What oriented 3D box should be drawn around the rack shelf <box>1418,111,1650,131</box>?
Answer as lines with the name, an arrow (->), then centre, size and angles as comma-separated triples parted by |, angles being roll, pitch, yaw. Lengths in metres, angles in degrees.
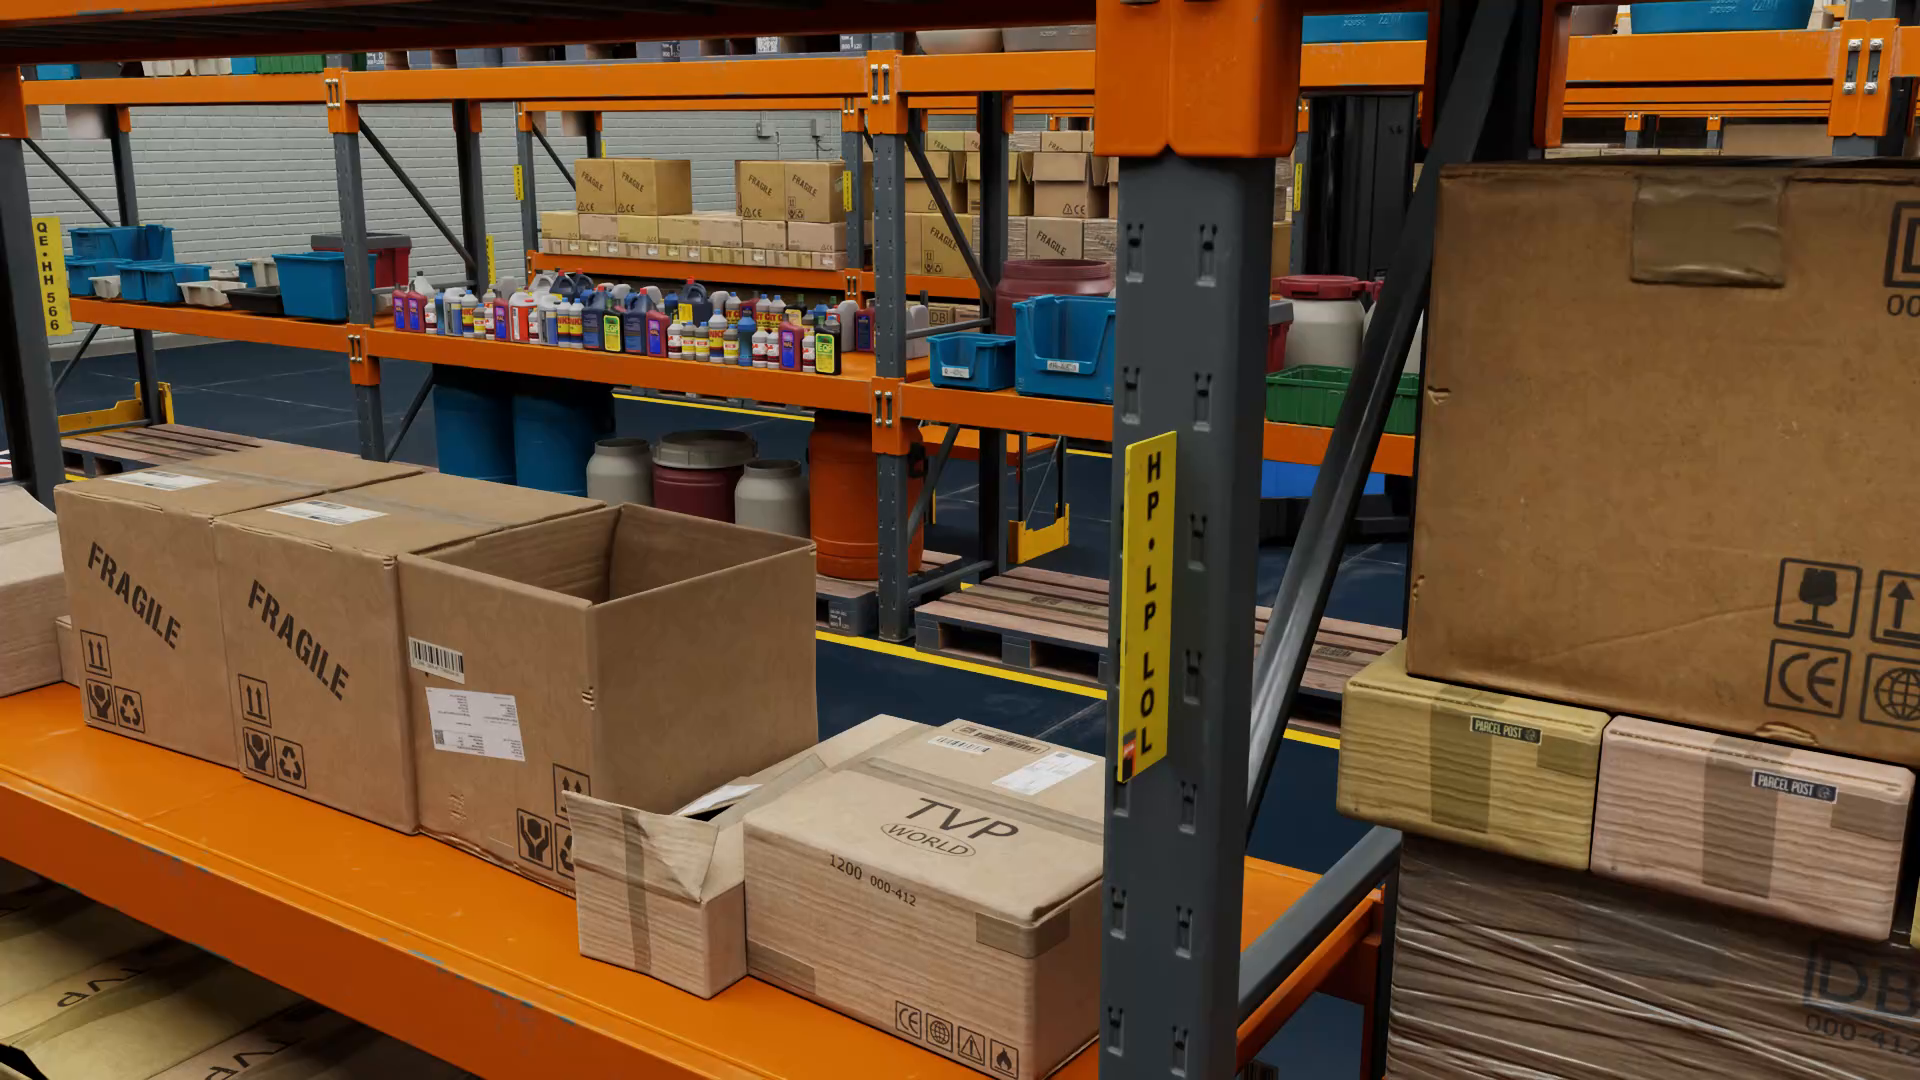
rack shelf -> 6.558, -5.384, 21.087 | 4.000, 0.370, 1.077 | 9, 17, 33

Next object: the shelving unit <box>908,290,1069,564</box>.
shelving unit -> 0.063, -0.718, 10.102 | 1.083, 1.500, 0.587 | 9, 17, 33

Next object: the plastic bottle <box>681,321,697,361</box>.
plastic bottle -> -1.413, -1.047, 8.724 | 0.097, 0.201, 0.097 | 0, 14, 0

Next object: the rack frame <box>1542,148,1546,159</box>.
rack frame -> 5.539, -3.009, 16.235 | 0.127, 3.000, 1.000 | 9, 17, 33

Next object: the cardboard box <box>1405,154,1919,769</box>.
cardboard box -> 0.846, -0.142, 1.748 | 0.500, 0.500, 0.700 | 9, 17, 33

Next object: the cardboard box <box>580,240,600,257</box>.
cardboard box -> -3.415, -2.803, 15.925 | 0.250, 0.149, 0.380 | 9, 16, 31

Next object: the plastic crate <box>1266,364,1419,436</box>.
plastic crate -> 1.639, -0.584, 6.880 | 0.662, 0.188, 0.450 | 9, 17, 33

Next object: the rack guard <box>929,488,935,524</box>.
rack guard -> -0.350, -0.178, 10.522 | 0.087, 0.250, 0.587 | 9, 17, 33

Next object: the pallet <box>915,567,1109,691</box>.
pallet -> 0.544, 0.419, 8.190 | 1.213, 0.211, 1.003 | 9, 17, 33

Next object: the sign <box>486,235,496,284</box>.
sign -> -3.088, -1.826, 10.881 | 0.005, 0.325, 0.100 | 9, 17, 33

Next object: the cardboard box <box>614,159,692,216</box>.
cardboard box -> -2.856, -3.288, 15.497 | 0.500, 0.500, 0.500 | 9, 16, 31

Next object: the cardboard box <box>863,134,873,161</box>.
cardboard box -> -0.875, -4.647, 19.944 | 0.500, 0.500, 0.500 | 9, 17, 32

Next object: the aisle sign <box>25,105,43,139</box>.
aisle sign -> -6.941, -3.331, 12.127 | 0.004, 0.787, 0.394 | 9, 17, 33

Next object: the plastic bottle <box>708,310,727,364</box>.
plastic bottle -> -1.251, -1.055, 8.610 | 0.097, 0.271, 0.097 | 0, 14, 0

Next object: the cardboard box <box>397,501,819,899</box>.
cardboard box -> -0.591, 0.252, 2.853 | 0.500, 0.500, 0.500 | 11, 17, 37

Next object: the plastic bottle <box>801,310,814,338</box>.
plastic bottle -> -0.832, -1.173, 9.232 | 0.097, 0.201, 0.097 | 0, 14, 0

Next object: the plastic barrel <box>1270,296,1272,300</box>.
plastic barrel -> 1.245, -0.948, 7.679 | 0.421, 0.512, 0.421 | 0, 14, 0

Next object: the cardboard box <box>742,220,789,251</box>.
cardboard box -> -1.576, -2.717, 14.751 | 0.500, 0.250, 0.500 | 10, 17, 34

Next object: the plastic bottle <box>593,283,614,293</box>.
plastic bottle -> -2.167, -1.417, 10.063 | 0.135, 0.276, 0.152 | 9, 17, 33

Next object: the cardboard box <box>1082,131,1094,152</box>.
cardboard box -> 1.679, -4.233, 18.271 | 0.500, 0.500, 0.500 | 9, 16, 31

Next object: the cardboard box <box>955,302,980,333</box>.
cardboard box -> 0.652, -1.541, 13.853 | 0.875, 0.875, 1.225 | 9, 16, 31

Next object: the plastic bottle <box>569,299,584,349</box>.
plastic bottle -> -2.103, -1.192, 9.166 | 0.097, 0.271, 0.097 | 0, 14, 0

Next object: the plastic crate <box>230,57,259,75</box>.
plastic crate -> -4.330, -3.016, 10.368 | 0.300, 0.233, 0.416 | 9, 17, 33

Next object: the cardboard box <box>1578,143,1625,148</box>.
cardboard box -> 7.945, -4.658, 20.609 | 0.500, 0.500, 0.500 | 9, 16, 31

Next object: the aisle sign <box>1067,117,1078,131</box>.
aisle sign -> 1.693, -6.416, 24.587 | 0.004, 0.787, 0.394 | 9, 17, 33

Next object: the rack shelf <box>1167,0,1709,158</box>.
rack shelf -> 2.134, -0.361, 0.793 | 4.000, 0.370, 1.077 | 9, 17, 33

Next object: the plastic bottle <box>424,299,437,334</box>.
plastic bottle -> -3.114, -1.322, 9.834 | 0.097, 0.201, 0.097 | 0, 14, 0

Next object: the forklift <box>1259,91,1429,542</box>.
forklift -> 2.959, -1.544, 10.460 | 3.031, 2.935, 1.130 | -2, 14, -9

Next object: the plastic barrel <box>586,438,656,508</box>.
plastic barrel -> -1.948, -0.314, 9.651 | 0.421, 0.512, 0.421 | 0, 14, 0

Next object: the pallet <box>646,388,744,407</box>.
pallet -> -2.236, -1.497, 15.932 | 1.213, 0.211, 1.003 | 9, 17, 33

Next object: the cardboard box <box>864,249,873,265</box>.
cardboard box -> -0.692, -2.554, 14.920 | 0.250, 0.149, 0.380 | 9, 17, 33

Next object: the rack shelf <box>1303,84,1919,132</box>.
rack shelf -> 4.346, -2.872, 10.938 | 4.000, 0.370, 1.077 | 9, 17, 33

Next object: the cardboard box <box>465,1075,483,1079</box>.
cardboard box -> -0.870, 1.203, 2.901 | 0.500, 0.311, 0.500 | 9, 17, 33

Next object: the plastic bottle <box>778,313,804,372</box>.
plastic bottle -> -0.843, -0.989, 8.320 | 0.133, 0.283, 0.061 | 9, 17, 33

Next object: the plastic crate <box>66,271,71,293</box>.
plastic crate -> -6.475, -1.862, 12.025 | 0.298, 0.136, 0.250 | 9, 17, 33

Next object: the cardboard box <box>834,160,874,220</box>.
cardboard box -> -0.887, -3.121, 14.820 | 0.500, 0.500, 0.500 | 9, 17, 33

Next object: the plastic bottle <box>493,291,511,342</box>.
plastic bottle -> -2.593, -1.272, 9.463 | 0.133, 0.283, 0.061 | 9, 17, 33

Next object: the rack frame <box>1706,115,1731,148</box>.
rack frame -> 10.985, -5.000, 24.277 | 0.127, 3.000, 1.000 | 9, 17, 33

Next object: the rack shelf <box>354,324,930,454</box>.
rack shelf -> -1.737, -0.965, 9.476 | 4.000, 0.370, 1.077 | 9, 17, 33

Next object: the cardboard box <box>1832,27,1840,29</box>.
cardboard box -> 7.711, -4.230, 14.155 | 0.500, 0.250, 0.500 | 9, 17, 32

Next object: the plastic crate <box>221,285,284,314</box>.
plastic crate -> -4.475, -1.574, 10.888 | 0.590, 0.125, 0.437 | 9, 17, 33

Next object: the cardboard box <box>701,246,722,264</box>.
cardboard box -> -2.135, -2.596, 15.089 | 0.250, 0.149, 0.380 | 9, 16, 32

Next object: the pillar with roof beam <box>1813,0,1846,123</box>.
pillar with roof beam -> 10.167, -7.058, 20.109 | 0.400, 9.000, 9.100 | 9, 17, 33

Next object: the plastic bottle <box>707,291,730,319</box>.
plastic bottle -> -1.407, -1.294, 9.567 | 0.135, 0.276, 0.152 | 9, 17, 33

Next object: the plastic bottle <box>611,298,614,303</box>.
plastic bottle -> -1.941, -1.208, 9.229 | 0.097, 0.271, 0.097 | 0, 14, 0

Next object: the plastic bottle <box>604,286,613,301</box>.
plastic bottle -> -2.110, -1.369, 9.880 | 0.097, 0.271, 0.097 | 0, 14, 0

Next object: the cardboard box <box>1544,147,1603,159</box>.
cardboard box -> 5.906, -3.480, 15.852 | 0.500, 0.500, 0.700 | 9, 17, 33

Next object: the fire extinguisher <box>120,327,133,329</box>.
fire extinguisher -> -6.587, -2.011, 13.141 | 0.183, 0.674, 0.296 | 9, 17, 33

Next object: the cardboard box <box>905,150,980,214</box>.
cardboard box -> -0.098, -3.021, 13.990 | 0.637, 0.503, 0.797 | 9, 16, 31

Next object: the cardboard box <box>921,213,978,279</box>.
cardboard box -> 0.028, -2.440, 13.728 | 0.500, 0.500, 0.500 | 9, 17, 33

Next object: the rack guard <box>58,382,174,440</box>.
rack guard -> -6.743, -0.906, 12.943 | 0.348, 0.500, 1.175 | 9, 17, 33

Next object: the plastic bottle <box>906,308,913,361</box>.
plastic bottle -> -0.341, -1.078, 8.693 | 0.135, 0.276, 0.152 | 9, 17, 33

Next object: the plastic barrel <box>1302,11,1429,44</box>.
plastic barrel -> 1.613, -2.409, 6.527 | 0.708, 0.901, 0.600 | 9, 17, 33
